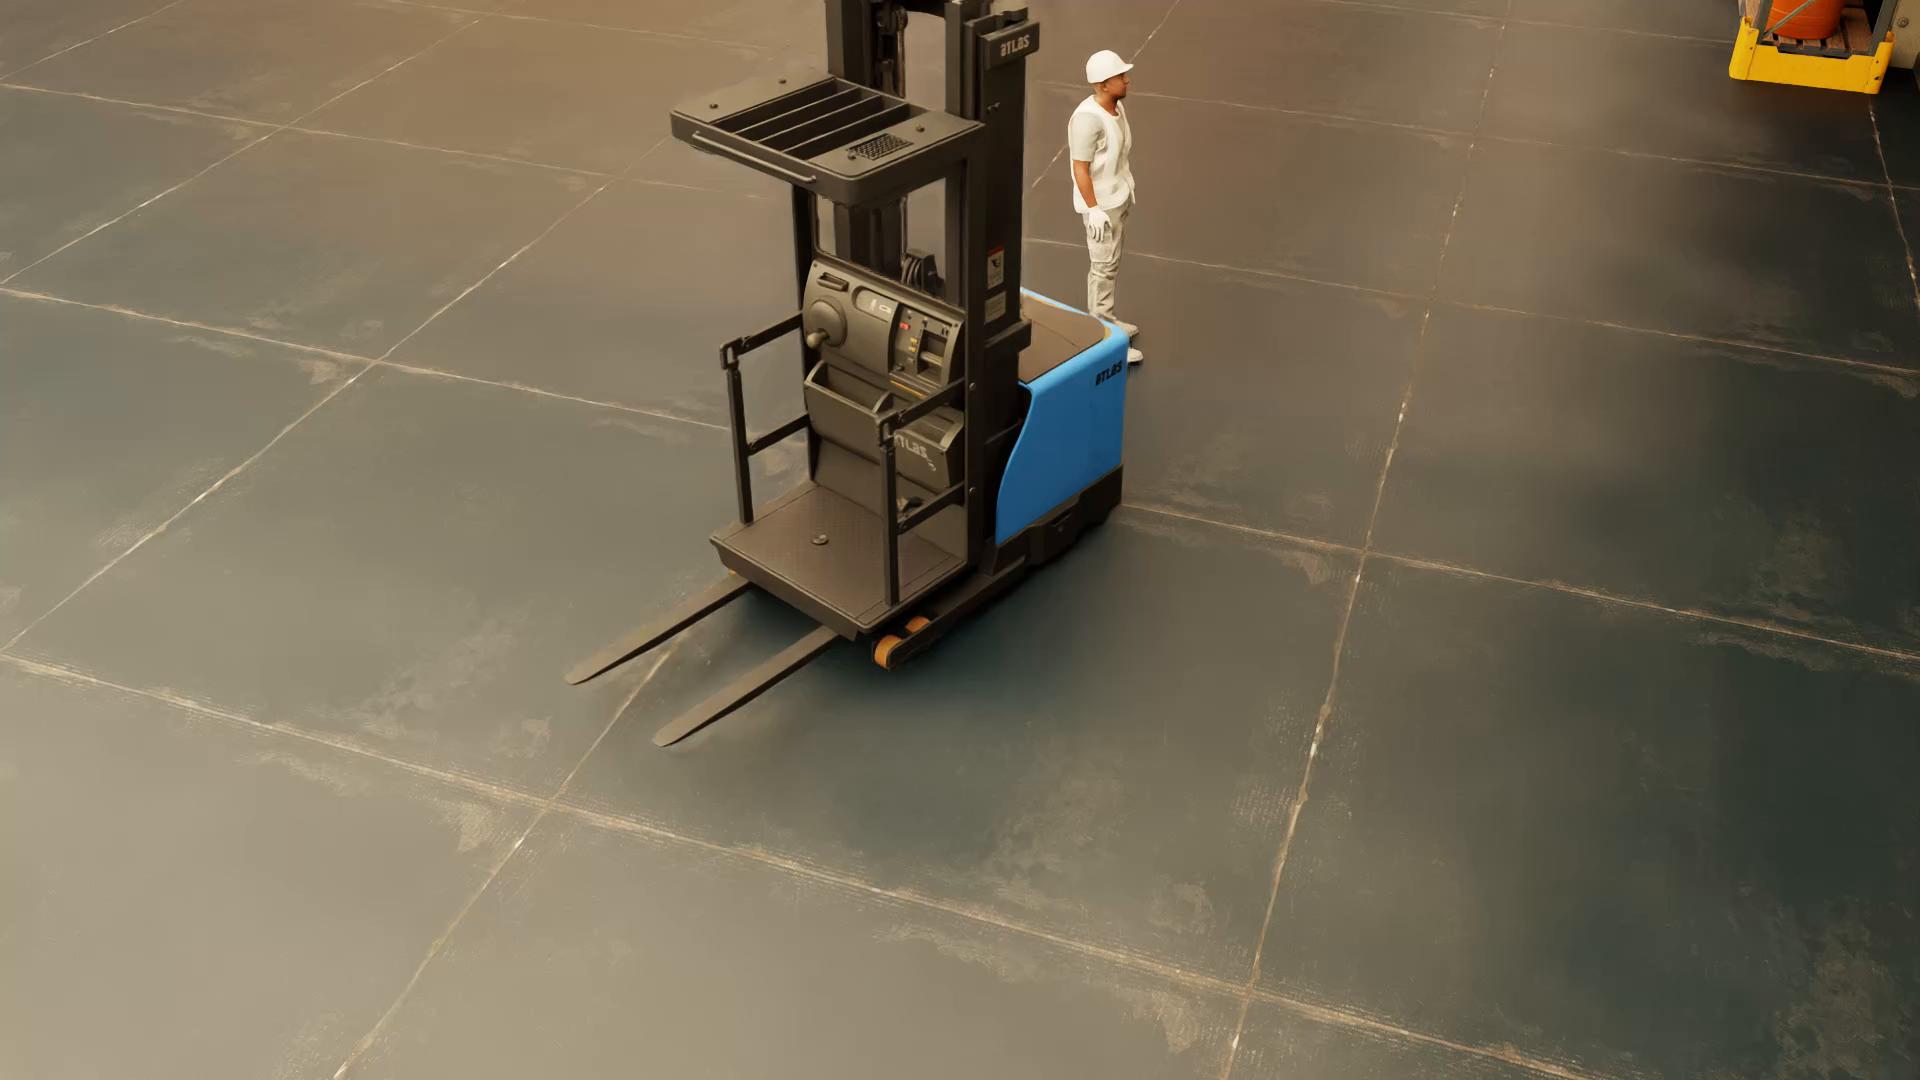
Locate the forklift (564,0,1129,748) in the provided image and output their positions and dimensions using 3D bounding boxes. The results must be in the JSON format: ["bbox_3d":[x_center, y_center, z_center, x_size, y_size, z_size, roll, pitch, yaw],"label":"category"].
[{"bbox_3d":[-0.501,-0.918,7.405,1.130,2.935,3.031,27,44,33],"label":"forklift"}]

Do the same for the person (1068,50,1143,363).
[{"bbox_3d":[0.938,-2.009,9.924,0.579,1.781,0.656,13,37,17],"label":"person"}]
